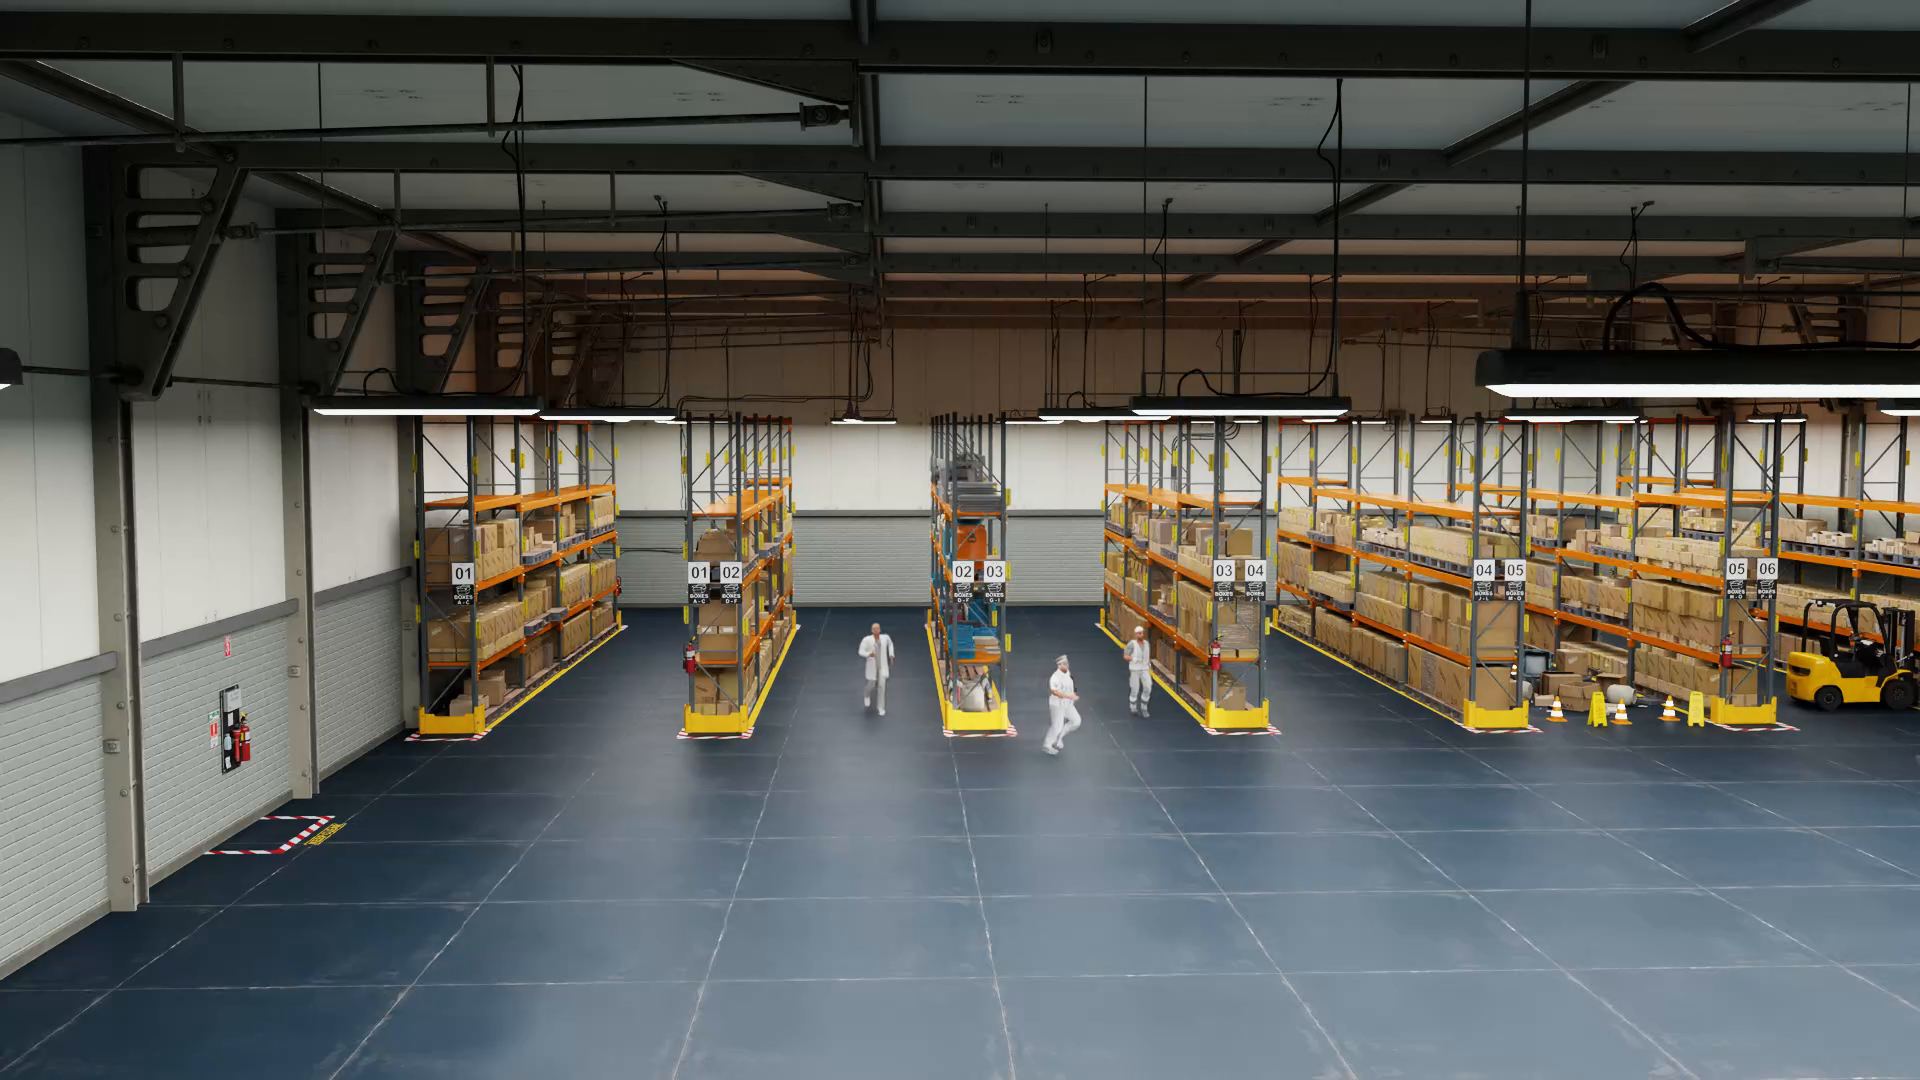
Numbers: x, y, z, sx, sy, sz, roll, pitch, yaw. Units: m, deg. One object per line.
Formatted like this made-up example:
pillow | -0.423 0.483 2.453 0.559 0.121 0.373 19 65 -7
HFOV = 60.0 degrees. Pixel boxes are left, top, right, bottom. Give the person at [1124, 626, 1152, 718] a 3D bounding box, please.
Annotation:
person | 3.529 2.610 32.811 0.634 1.825 0.749 -1 4 -13

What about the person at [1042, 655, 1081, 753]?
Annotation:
person | 1.815 2.865 29.103 0.772 1.741 0.688 3 5 38

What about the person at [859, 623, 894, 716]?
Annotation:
person | -1.680 2.559 33.381 0.720 1.801 1.061 -1 4 -10
